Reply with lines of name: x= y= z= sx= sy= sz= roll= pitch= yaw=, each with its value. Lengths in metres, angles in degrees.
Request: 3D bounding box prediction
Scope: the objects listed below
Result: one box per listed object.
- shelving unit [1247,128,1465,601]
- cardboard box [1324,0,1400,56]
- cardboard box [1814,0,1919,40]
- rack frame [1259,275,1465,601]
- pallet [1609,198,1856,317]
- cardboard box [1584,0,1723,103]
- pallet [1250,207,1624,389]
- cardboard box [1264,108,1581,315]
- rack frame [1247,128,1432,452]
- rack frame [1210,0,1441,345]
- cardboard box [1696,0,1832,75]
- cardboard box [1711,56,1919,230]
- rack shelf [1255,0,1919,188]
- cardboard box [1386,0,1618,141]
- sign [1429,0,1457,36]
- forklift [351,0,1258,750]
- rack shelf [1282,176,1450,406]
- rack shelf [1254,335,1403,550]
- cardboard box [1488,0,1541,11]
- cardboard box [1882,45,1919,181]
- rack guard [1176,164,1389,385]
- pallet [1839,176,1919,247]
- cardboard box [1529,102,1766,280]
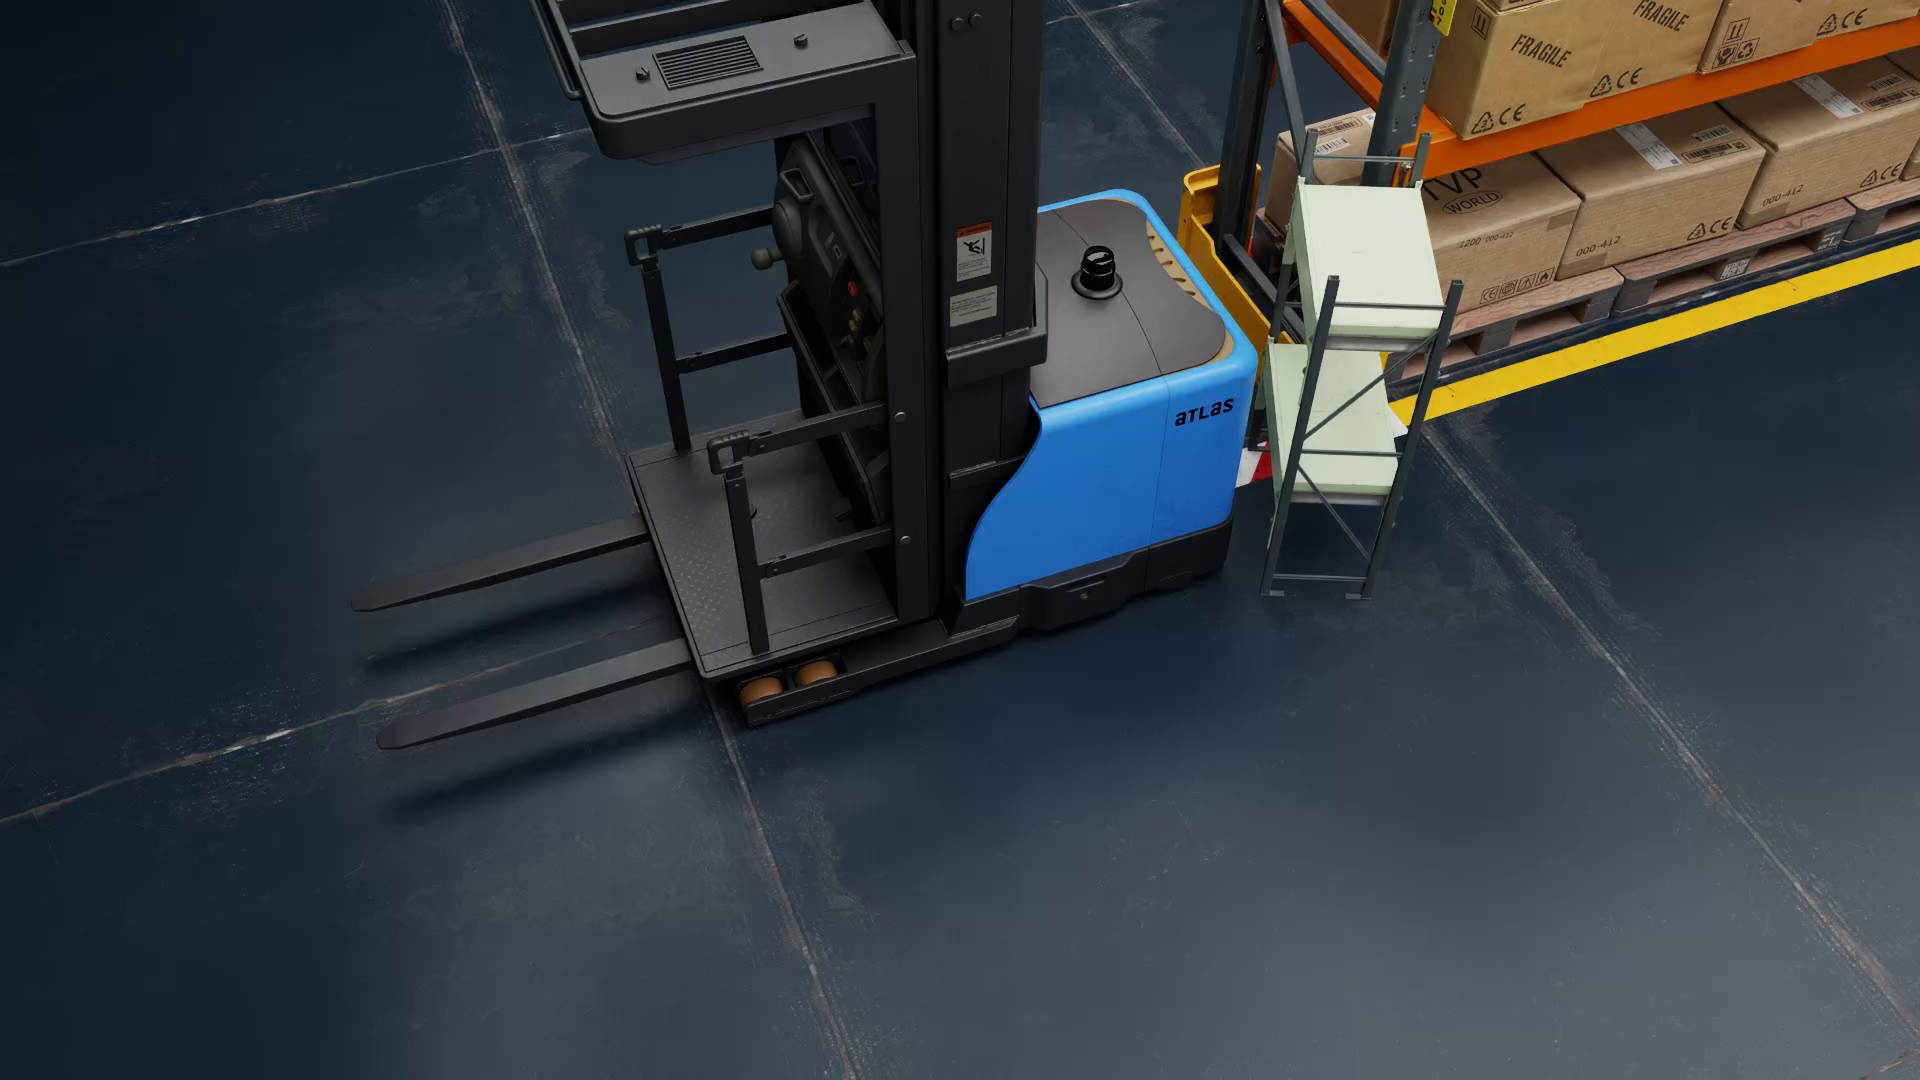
shelving unit: x=1.315 y=-0.562 z=5.744 sx=0.431 sy=1.500 sz=0.755 roll=2 pitch=49 yaw=2
cardboard box: x=1.653 y=-2.162 z=6.064 sx=0.500 sy=0.500 sz=0.500 roll=-17 pitch=51 yaw=-14
cardboard box: x=3.253 y=-2.228 z=6.120 sx=0.500 sy=0.500 sz=0.500 roll=-16 pitch=51 yaw=-13
rack frame: x=1.295 y=-0.285 z=5.506 sx=0.400 sy=1.500 sz=0.023 roll=2 pitch=49 yaw=2
pallet: x=3.145 y=-1.529 z=7.424 sx=1.213 sy=0.211 sz=1.003 roll=-17 pitch=52 yaw=-14
cardboard box: x=2.317 y=-1.939 z=5.872 sx=0.500 sy=0.500 sz=0.500 roll=-18 pitch=52 yaw=-15
pallet: x=2.017 y=-1.181 z=7.126 sx=1.213 sy=0.211 sz=1.003 roll=-17 pitch=52 yaw=-14
cardboard box: x=1.880 y=-1.367 z=6.859 sx=0.875 sy=0.438 sz=0.875 roll=-19 pitch=52 yaw=-15
rack frame: x=1.334 y=-0.839 z=5.982 sx=0.400 sy=1.500 sz=0.023 roll=2 pitch=49 yaw=2
rack frame: x=1.307 y=-1.806 z=5.823 sx=0.127 sy=3.000 sz=1.000 roll=-17 pitch=52 yaw=-14
cardboard box: x=2.795 y=-2.072 z=5.986 sx=0.500 sy=0.500 sz=0.500 roll=-17 pitch=52 yaw=-14
cardboard box: x=3.559 y=-1.893 z=7.311 sx=0.875 sy=0.438 sz=0.875 roll=-19 pitch=52 yaw=-15
rack shelf: x=3.158 y=-2.145 z=6.589 sx=4.000 sy=0.370 sz=1.077 roll=-17 pitch=52 yaw=-14
cardboard box: x=1.860 y=-1.774 z=5.731 sx=0.500 sy=0.500 sz=0.500 roll=-18 pitch=52 yaw=-15
sign: x=1.511 y=-1.722 z=5.129 sx=0.005 sy=0.325 sz=0.100 roll=-17 pitch=52 yaw=-14
forklift: x=-0.587 y=-0.784 z=4.991 sx=3.031 sy=2.935 sz=1.130 roll=-16 pitch=51 yaw=-14
rack shelf: x=1.315 y=-0.816 z=5.448 sx=0.431 sy=0.370 sz=0.720 roll=2 pitch=49 yaw=2
rack shelf: x=1.315 y=-0.350 z=5.991 sx=0.431 sy=0.370 sz=0.720 roll=2 pitch=49 yaw=2
cardboard box: x=1.859 y=-2.102 z=5.353 sx=0.500 sy=0.500 sz=0.500 roll=-18 pitch=52 yaw=-15
cardboard box: x=4.388 y=-2.150 z=7.532 sx=0.875 sy=0.438 sz=0.875 roll=-18 pitch=52 yaw=-15
rack guard: x=1.285 y=-0.984 z=6.766 sx=0.348 sy=0.500 sz=1.175 roll=-17 pitch=52 yaw=-14
pallet: x=4.276 y=-1.881 z=7.727 sx=1.213 sy=0.211 sz=1.003 roll=-17 pitch=52 yaw=-14
cardboard box: x=2.724 y=-1.636 z=7.090 sx=0.875 sy=0.438 sz=0.875 roll=-16 pitch=51 yaw=-13
